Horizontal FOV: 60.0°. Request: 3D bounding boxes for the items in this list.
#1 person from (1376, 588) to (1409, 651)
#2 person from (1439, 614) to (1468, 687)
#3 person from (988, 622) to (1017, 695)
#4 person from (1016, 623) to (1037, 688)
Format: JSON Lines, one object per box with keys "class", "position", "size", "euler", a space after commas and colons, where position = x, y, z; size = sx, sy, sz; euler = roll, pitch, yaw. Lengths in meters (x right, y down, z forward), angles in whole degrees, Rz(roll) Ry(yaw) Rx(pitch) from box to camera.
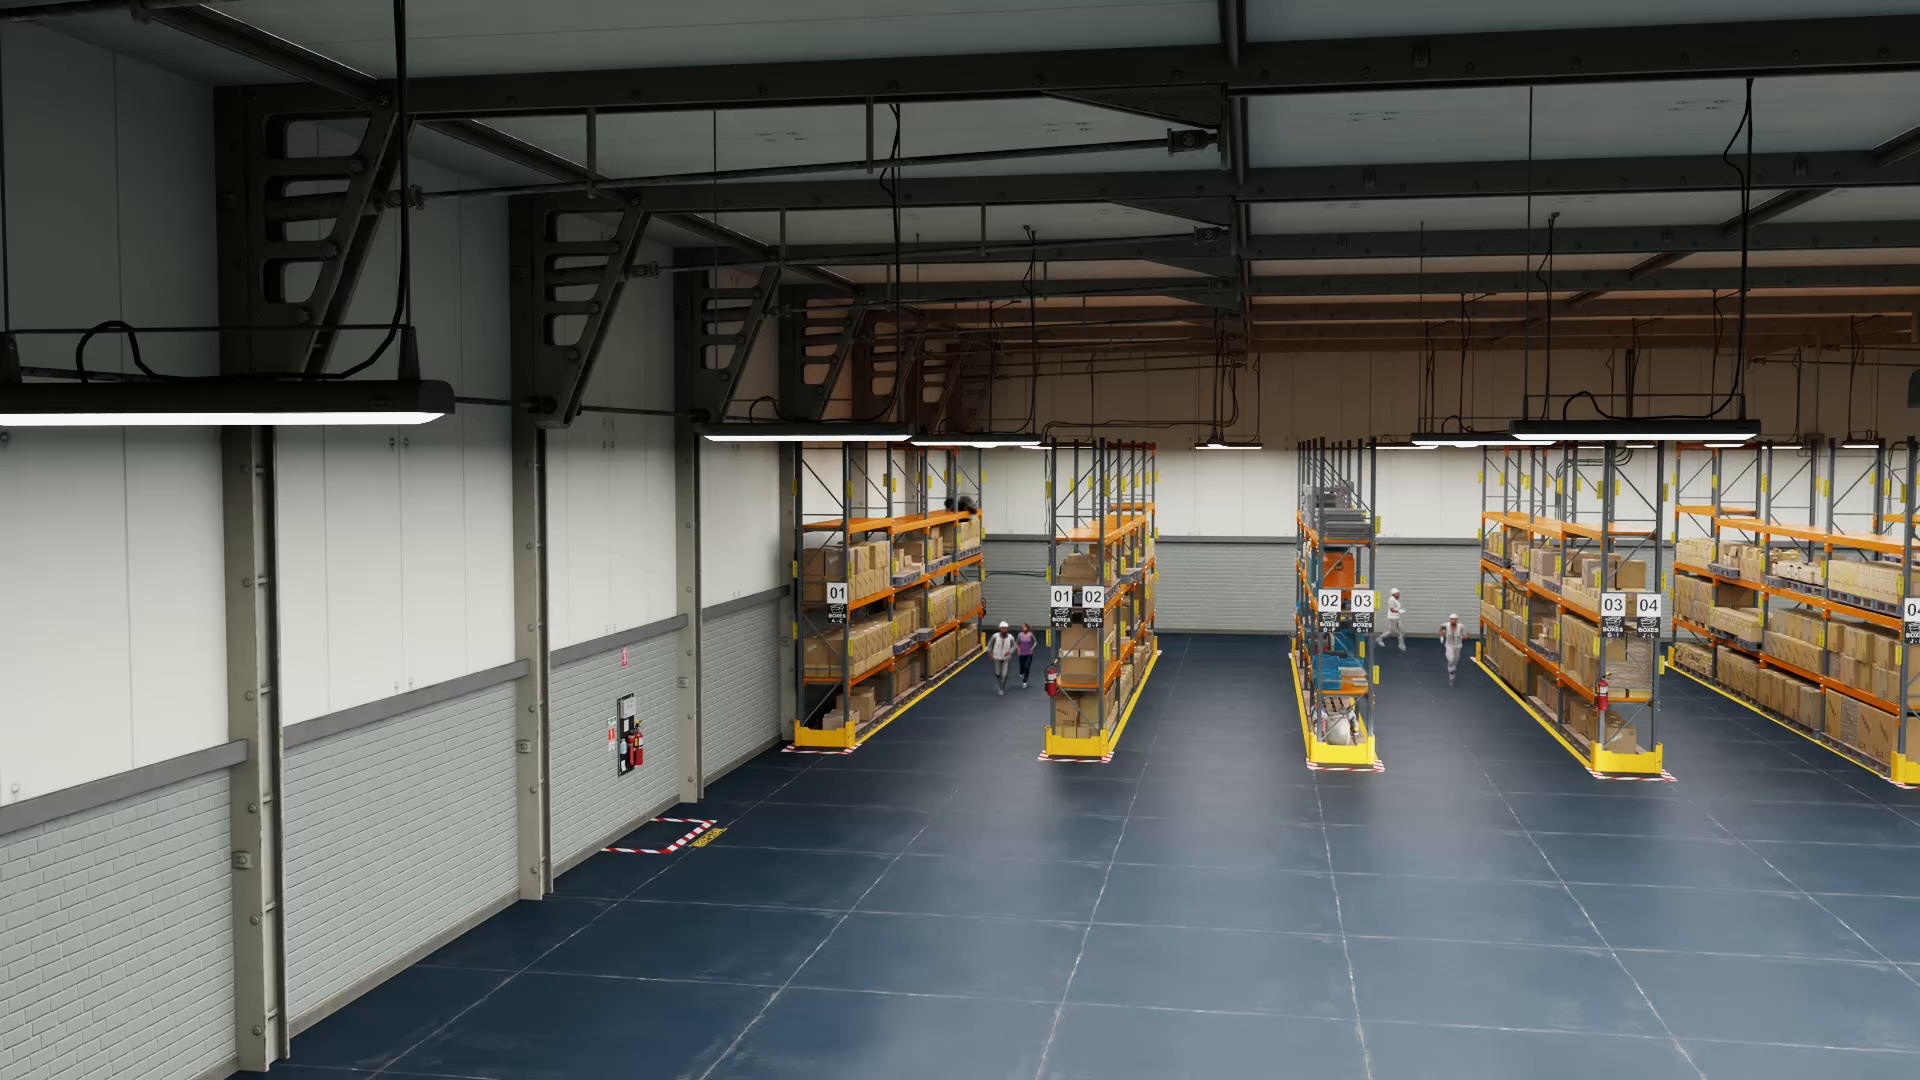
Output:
{"class": "person", "position": [12.524, 2.308, 48.063], "size": [0.908, 1.828, 0.715], "euler": [1, 3, 26]}
{"class": "person", "position": [12.159, 2.682, 41.000], "size": [0.653, 1.794, 0.989], "euler": [0, 3, 9]}
{"class": "person", "position": [0.994, 2.797, 39.353], "size": [0.693, 1.730, 0.683], "euler": [0, 3, 4]}
{"class": "person", "position": [1.620, 2.803, 40.612], "size": [0.533, 1.573, 0.589], "euler": [0, 3, 8]}
